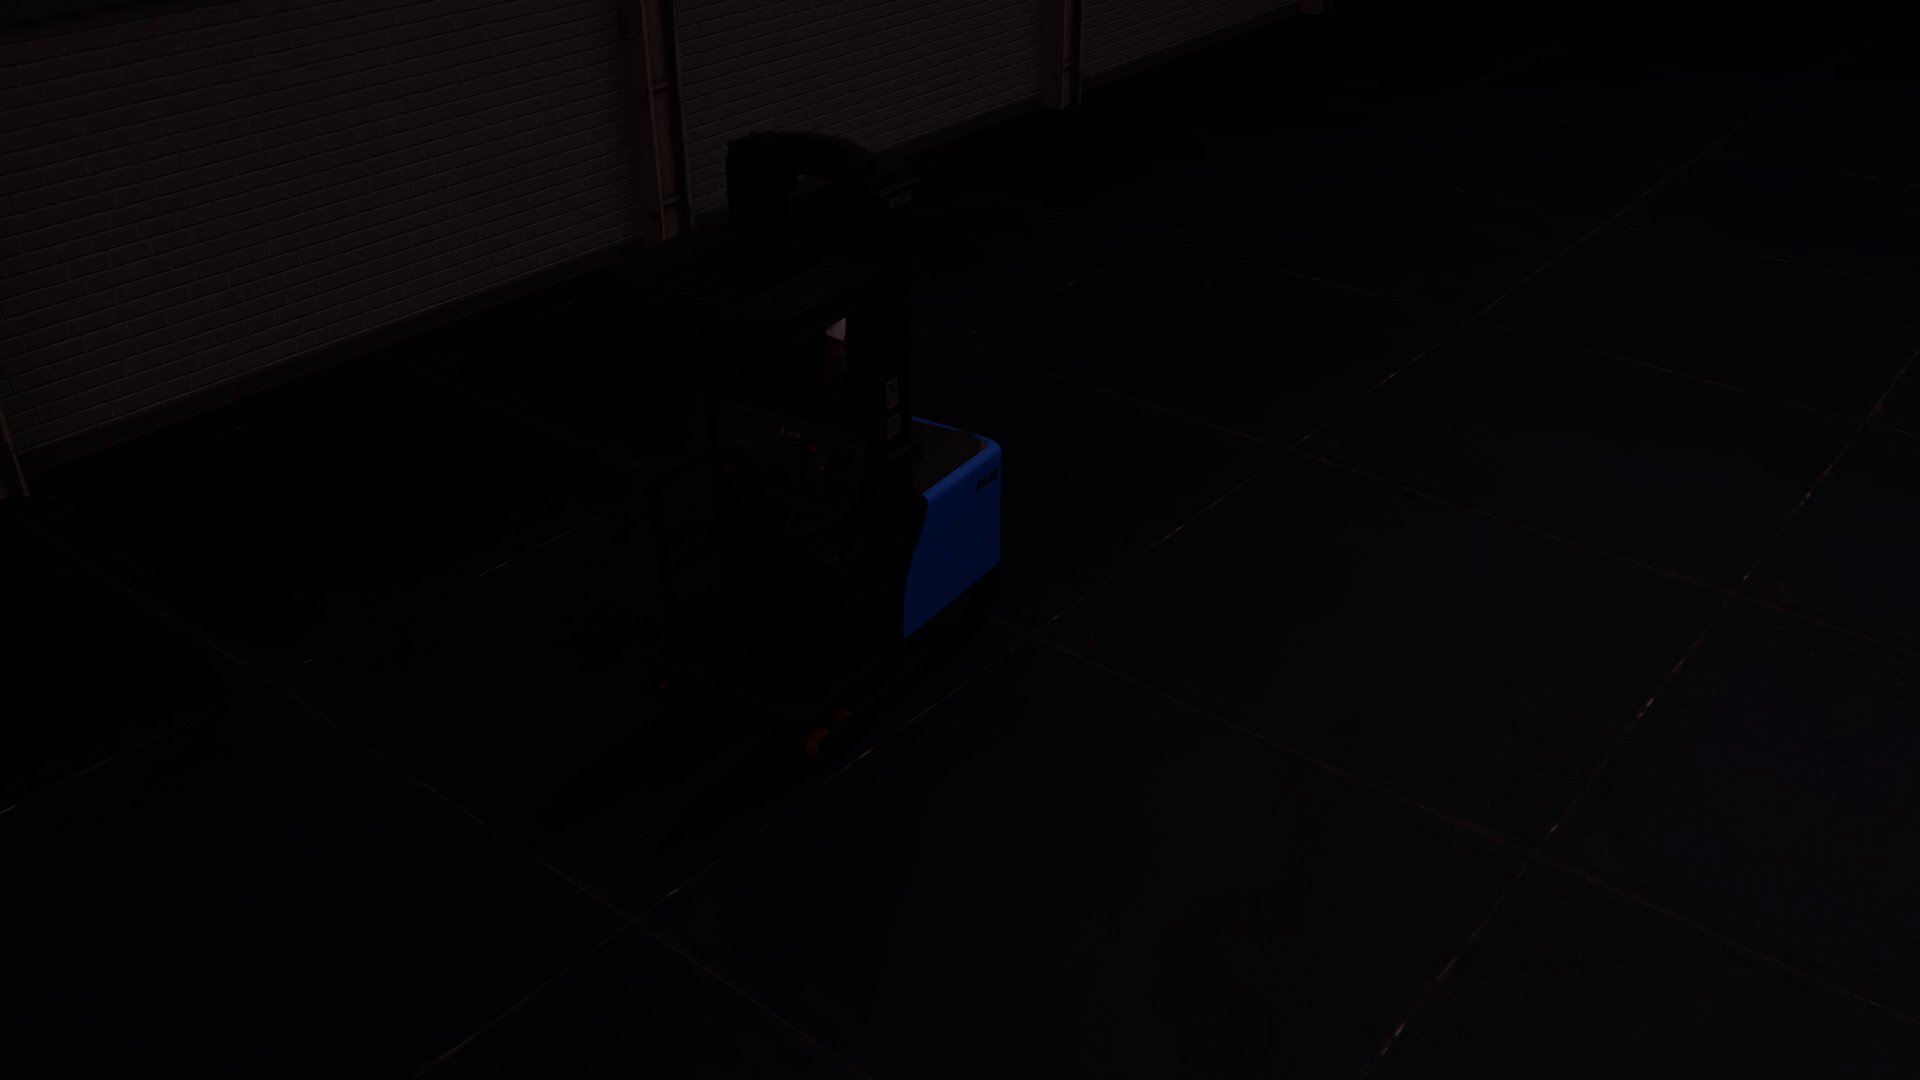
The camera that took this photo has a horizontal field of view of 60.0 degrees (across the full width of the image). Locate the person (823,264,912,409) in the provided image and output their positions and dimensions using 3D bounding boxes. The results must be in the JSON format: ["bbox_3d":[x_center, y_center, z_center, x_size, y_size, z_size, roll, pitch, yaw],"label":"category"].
[{"bbox_3d":[-0.576,-1.092,10.682,0.473,1.733,0.897,15,33,23],"label":"person"}]

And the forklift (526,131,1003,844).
[{"bbox_3d":[-0.979,-0.404,8.287,1.130,2.935,3.031,18,35,28],"label":"forklift"}]
